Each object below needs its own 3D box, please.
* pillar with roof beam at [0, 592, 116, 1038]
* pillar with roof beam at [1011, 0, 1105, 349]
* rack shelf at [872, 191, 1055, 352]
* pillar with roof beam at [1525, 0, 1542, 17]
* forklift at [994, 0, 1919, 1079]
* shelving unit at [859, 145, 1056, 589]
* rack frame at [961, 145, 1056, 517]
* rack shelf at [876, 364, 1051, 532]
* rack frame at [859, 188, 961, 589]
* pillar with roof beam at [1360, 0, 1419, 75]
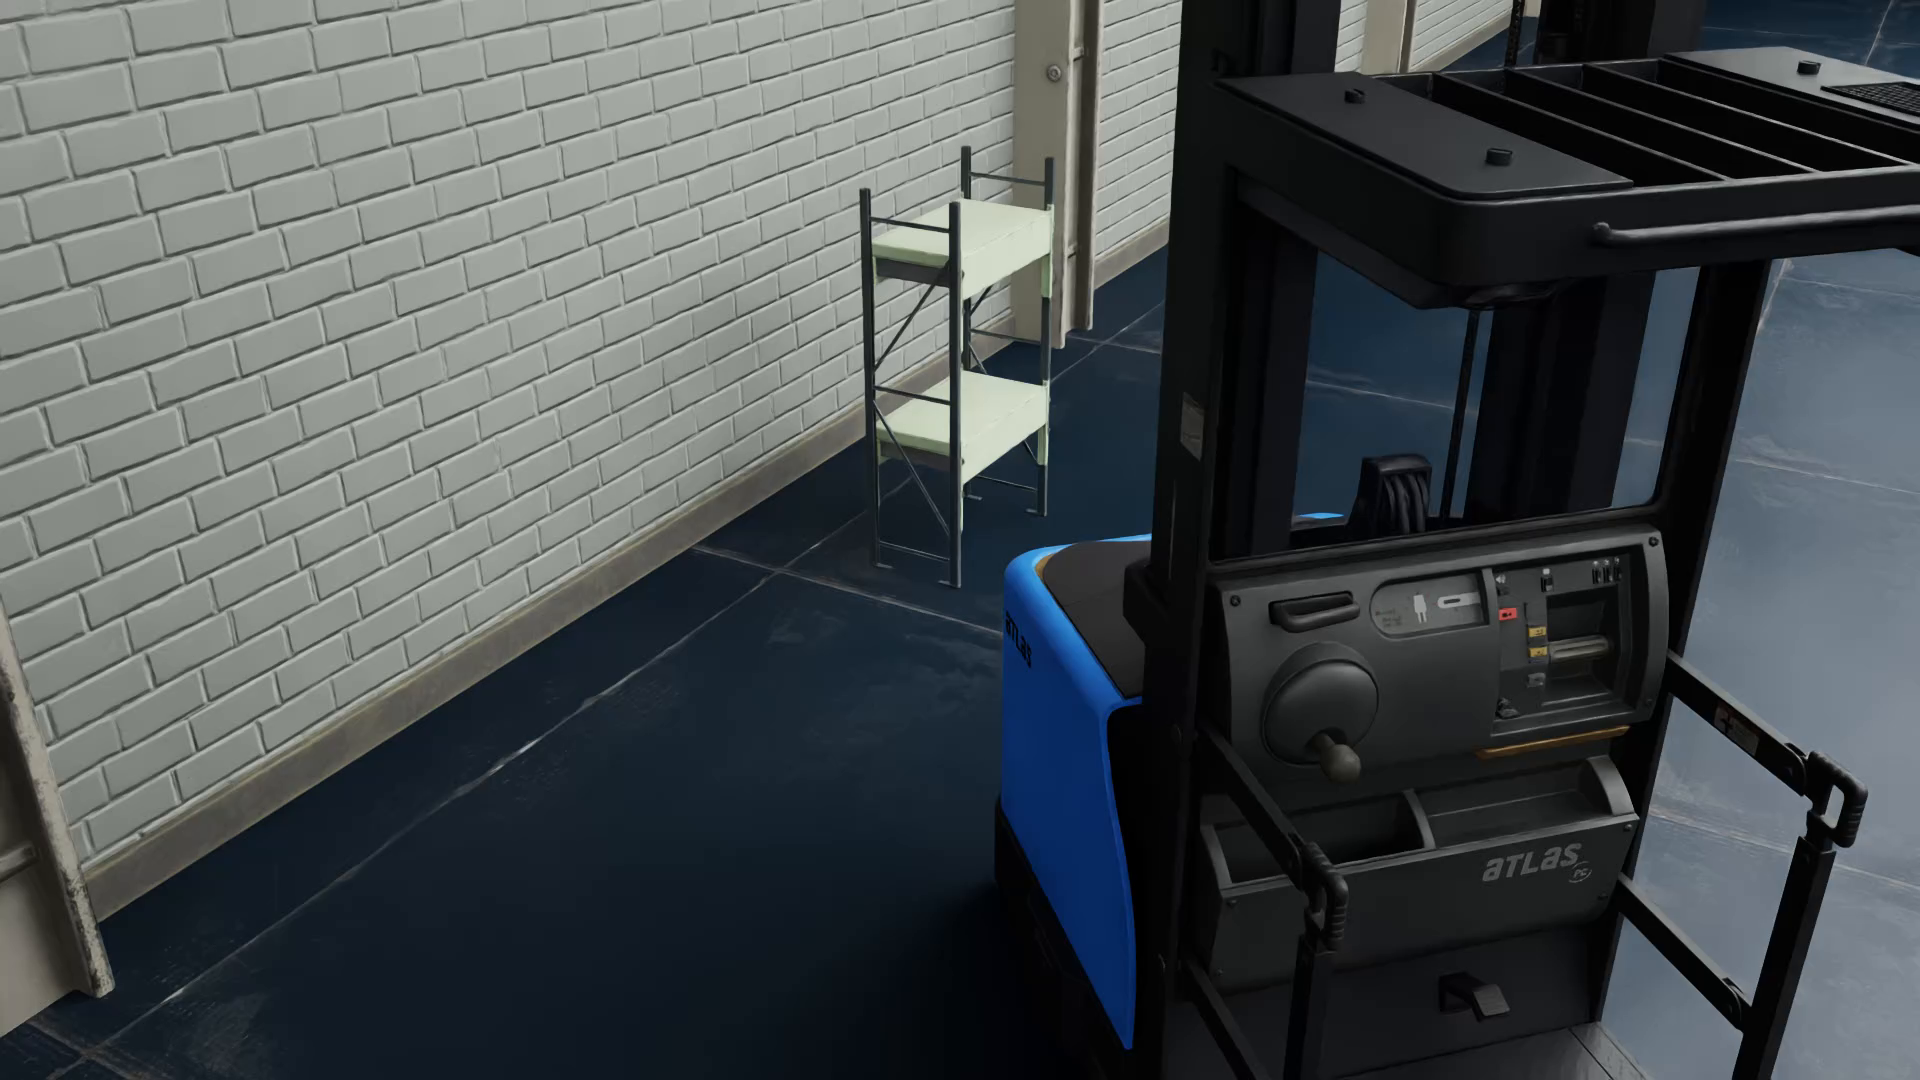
[{"bbox_3d":[1.289,-1.854,0.400,9.100,9.000,0.400,14,30,26],"label":"pillar with roof beam"},{"bbox_3d":[4.241,-4.192,5.071,9.100,9.000,0.400,14,30,26],"label":"pillar with roof beam"},{"bbox_3d":[0.003,-1.022,6.245,0.431,0.370,0.720,14,30,26],"label":"rack shelf"},{"bbox_3d":[10.144,-8.869,14.414,9.100,9.000,0.400,14,30,26],"label":"pillar with roof beam"},{"bbox_3d":[0.990,0.253,2.970,1.130,2.935,3.031,-7,27,-14],"label":"forklift"},{"bbox_3d":[0.003,-0.673,6.419,0.431,1.500,0.755,14,30,26],"label":"shelving unit"},{"bbox_3d":[0.183,-0.816,6.704,0.400,1.500,0.023,14,30,26],"label":"rack frame"},{"bbox_3d":[0.003,-0.382,6.565,0.431,0.370,0.720,14,30,26],"label":"rack shelf"},{"bbox_3d":[-0.177,-0.531,6.135,0.400,1.500,0.023,14,30,26],"label":"rack frame"},{"bbox_3d":[7.193,-6.530,9.742,9.100,9.000,0.400,14,30,26],"label":"pillar with roof beam"}]
